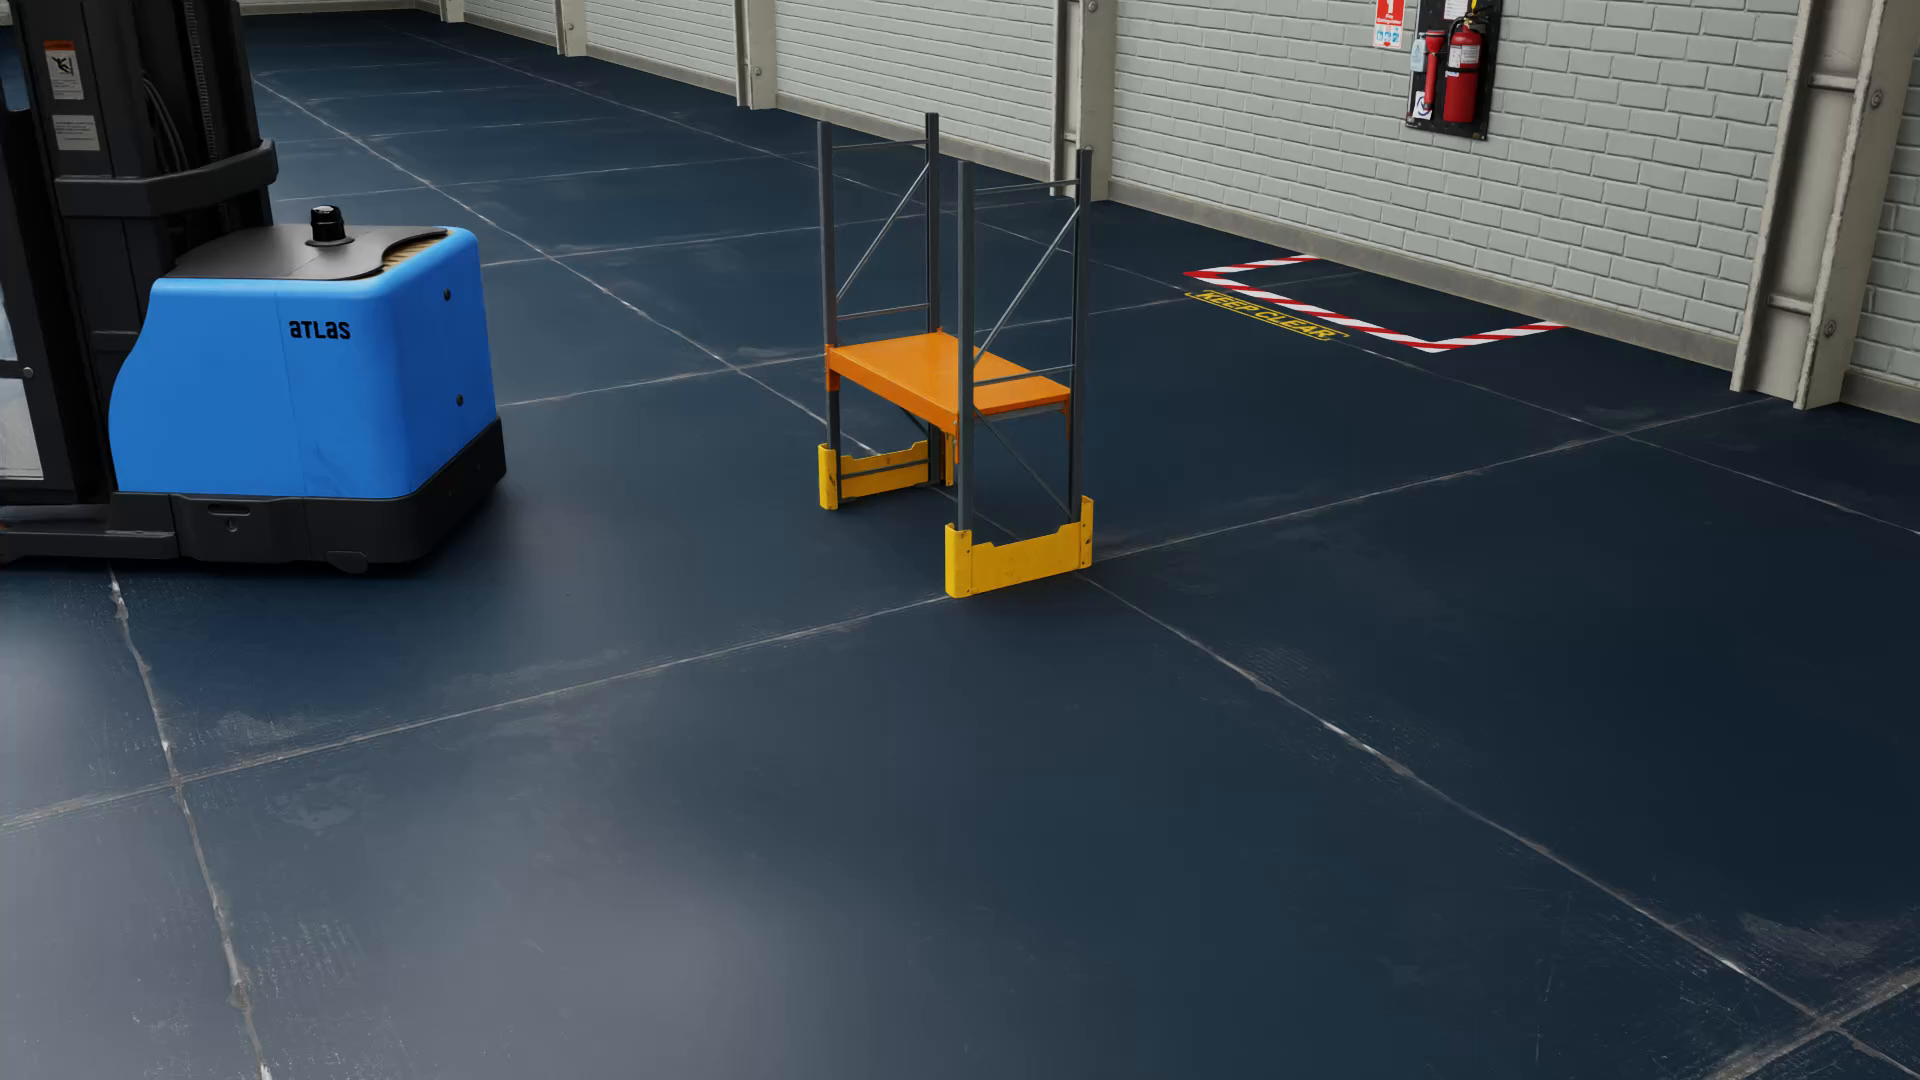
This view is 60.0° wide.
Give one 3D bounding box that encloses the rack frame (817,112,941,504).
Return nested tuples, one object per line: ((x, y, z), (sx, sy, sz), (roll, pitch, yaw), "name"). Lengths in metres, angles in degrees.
((-0.303, -0.887, 6.502), (0.500, 1.500, 0.032), (-13, 25, -28), "rack frame")

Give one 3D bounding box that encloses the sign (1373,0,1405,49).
((2.568, -3.115, 9.945), (0.001, 0.329, 0.234), (-13, 25, -28), "sign")

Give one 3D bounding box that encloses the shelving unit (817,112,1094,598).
((-0.039, -0.719, 6.090), (0.587, 1.500, 1.083), (-13, 25, -28), "shelving unit")

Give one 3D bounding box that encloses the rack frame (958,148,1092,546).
((0.216, -0.558, 5.692), (0.500, 1.500, 0.032), (-13, 25, -28), "rack frame")

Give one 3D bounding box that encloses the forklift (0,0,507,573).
((-3.397, -1.448, 5.982), (3.031, 2.935, 1.130), (2, 22, 4), "forklift")

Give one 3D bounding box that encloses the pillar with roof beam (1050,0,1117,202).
((-2.775, -5.986, 9.088), (9.100, 9.000, 0.400), (-13, 25, -28), "pillar with roof beam")

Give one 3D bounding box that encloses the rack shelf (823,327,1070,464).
((-0.044, -0.556, 6.165), (0.538, 0.185, 1.000), (-13, 25, -28), "rack shelf")

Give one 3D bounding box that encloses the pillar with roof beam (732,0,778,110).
((-5.840, -7.928, 13.867), (9.100, 9.000, 0.400), (-13, 25, -28), "pillar with roof beam")

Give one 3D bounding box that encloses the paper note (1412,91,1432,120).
((2.730, -2.563, 9.802), (0.016, 0.148, 0.142), (-13, 25, -28), "paper note")

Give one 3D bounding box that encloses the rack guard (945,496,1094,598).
((0.215, 0.021, 5.928), (0.587, 0.250, 0.087), (-13, 25, -28), "rack guard")

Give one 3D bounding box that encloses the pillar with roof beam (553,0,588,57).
((-8.905, -9.871, 18.645), (9.100, 9.000, 0.400), (-13, 25, -28), "pillar with roof beam")

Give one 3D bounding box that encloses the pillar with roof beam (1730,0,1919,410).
((0.290, -4.044, 4.310), (9.100, 9.000, 0.400), (-13, 25, -28), "pillar with roof beam")

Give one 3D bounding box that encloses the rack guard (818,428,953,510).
((-0.293, -0.302, 6.722), (0.587, 0.250, 0.087), (-13, 25, -28), "rack guard")

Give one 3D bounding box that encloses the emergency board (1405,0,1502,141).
((2.762, -2.900, 9.463), (0.194, 1.169, 0.643), (-13, 25, -28), "emergency board")

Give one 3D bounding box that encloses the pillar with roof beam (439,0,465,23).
((-11.969, -11.813, 23.424), (9.100, 9.000, 0.400), (-13, 25, -28), "pillar with roof beam")
